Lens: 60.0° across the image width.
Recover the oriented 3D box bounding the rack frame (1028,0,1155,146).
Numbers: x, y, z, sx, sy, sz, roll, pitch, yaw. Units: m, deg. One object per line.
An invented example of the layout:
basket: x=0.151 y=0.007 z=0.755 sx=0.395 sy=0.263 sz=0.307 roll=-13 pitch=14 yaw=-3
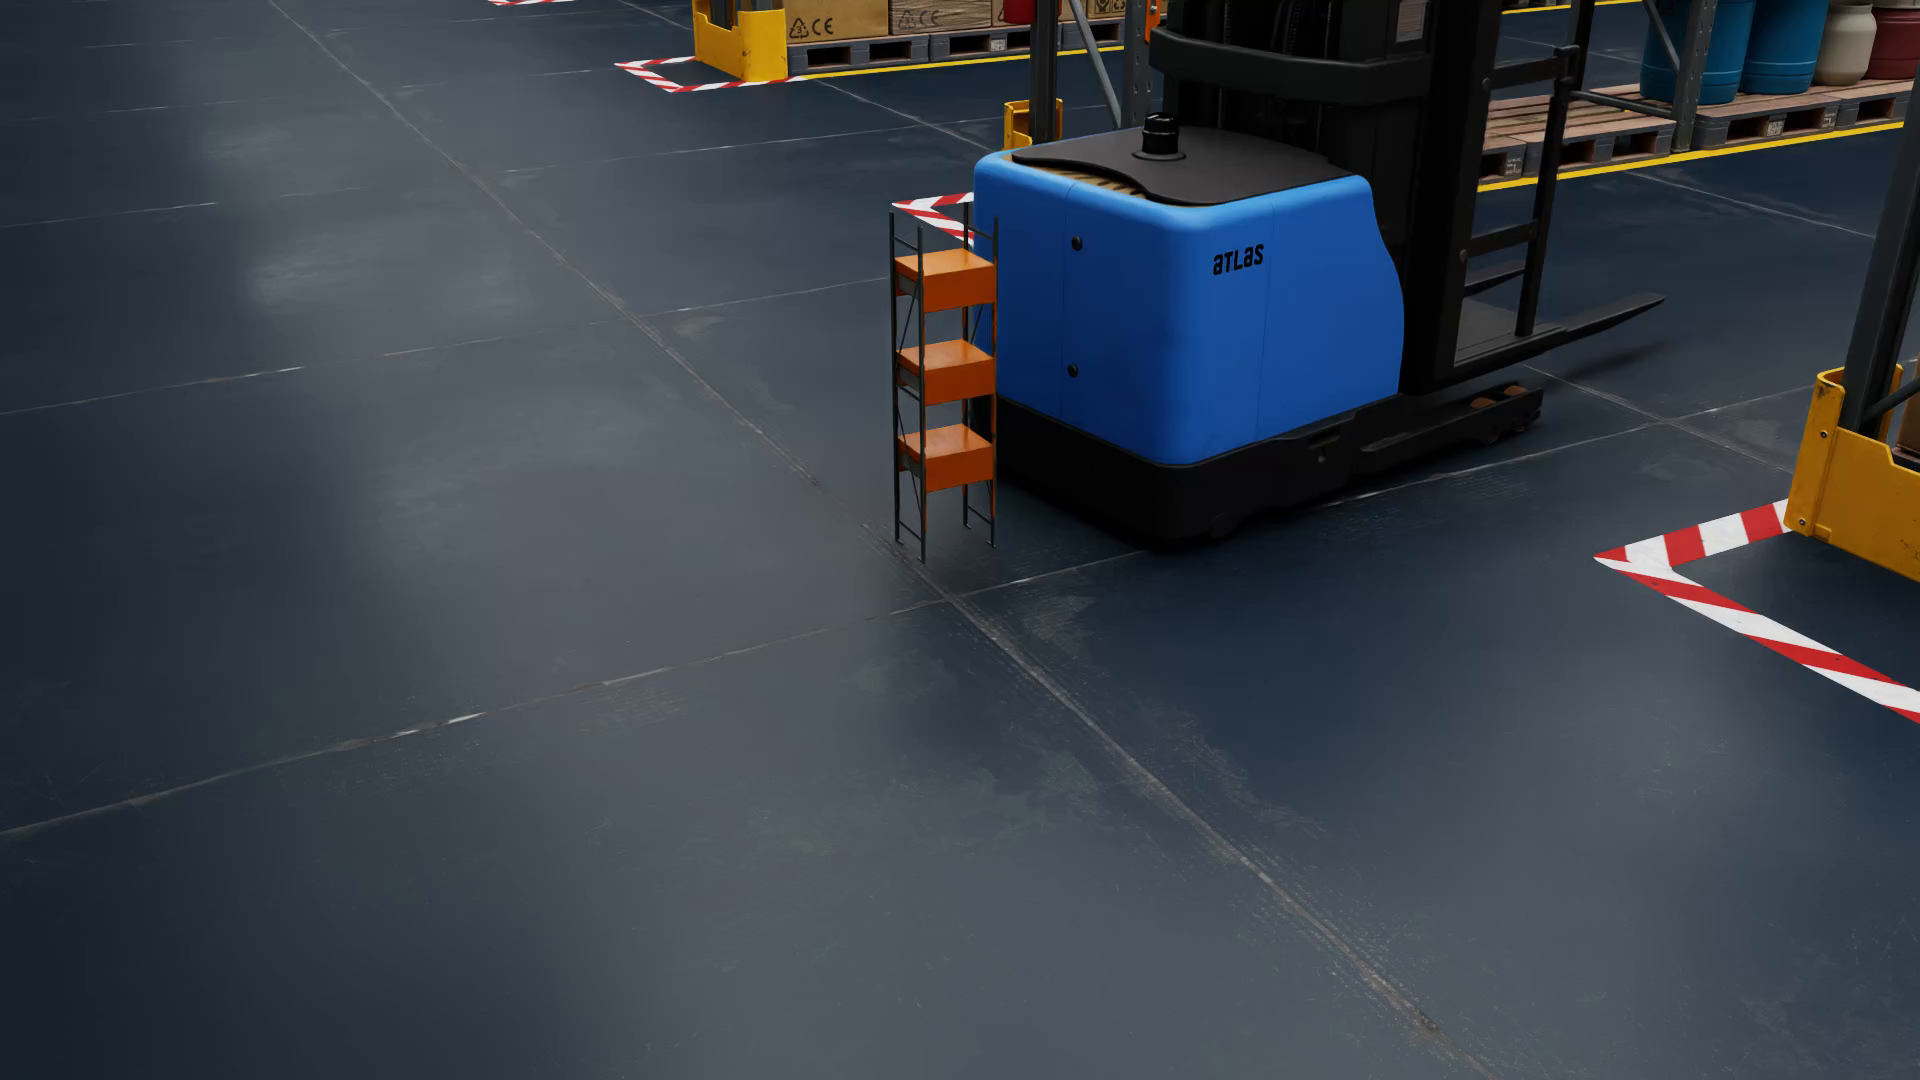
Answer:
rack frame: x=0.661 y=-3.099 z=8.239 sx=0.127 sy=3.000 sz=1.000 roll=-13 pitch=29 yaw=-25

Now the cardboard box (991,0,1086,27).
cardboard box: x=0.446 y=-4.750 z=13.646 sx=0.875 sy=0.875 sz=0.875 roll=-13 pitch=29 yaw=-25

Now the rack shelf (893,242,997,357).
rack shelf: x=-0.047 y=-0.709 z=4.882 sx=0.240 sy=0.259 sz=0.215 roll=-13 pitch=29 yaw=-25

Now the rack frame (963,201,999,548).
rack frame: x=0.060 y=-0.487 z=5.052 sx=0.008 sy=1.050 sz=0.200 roll=-13 pitch=29 yaw=-25

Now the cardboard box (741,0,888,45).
cardboard box: x=-1.143 y=-4.383 z=12.883 sx=0.875 sy=0.875 sz=0.875 roll=-13 pitch=29 yaw=-25

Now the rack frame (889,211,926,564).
rack frame: x=-0.155 y=-0.438 z=4.948 sx=0.008 sy=1.050 sz=0.200 roll=-13 pitch=29 yaw=-25

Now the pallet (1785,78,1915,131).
pallet: x=5.969 y=-3.048 z=11.355 sx=1.213 sy=0.211 sz=1.003 roll=-13 pitch=29 yaw=-25

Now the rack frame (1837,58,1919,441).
rack frame: x=2.989 y=-1.207 z=4.297 sx=0.127 sy=3.000 sz=1.000 roll=-13 pitch=29 yaw=-25

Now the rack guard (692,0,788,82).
rack guard: x=-1.691 y=-3.859 z=12.710 sx=0.348 sy=0.500 sz=1.175 roll=-13 pitch=29 yaw=-25

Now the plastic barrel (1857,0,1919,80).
plastic barrel: x=6.300 y=-3.494 z=11.363 sx=0.708 sy=0.588 sz=0.600 roll=-13 pitch=29 yaw=-25

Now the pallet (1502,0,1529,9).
pallet: x=4.658 y=-5.231 z=15.901 sx=1.213 sy=0.211 sz=1.003 roll=-13 pitch=29 yaw=-25

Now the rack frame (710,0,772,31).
rack frame: x=-1.670 y=-4.991 z=12.179 sx=0.127 sy=3.000 sz=1.000 roll=-13 pitch=29 yaw=-25

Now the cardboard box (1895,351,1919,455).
cardboard box: x=3.352 y=-0.483 z=5.170 sx=0.500 sy=0.500 sz=0.500 roll=-13 pitch=29 yaw=-25

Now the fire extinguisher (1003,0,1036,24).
fire extinguisher: x=0.314 y=-3.039 z=8.634 sx=0.183 sy=0.674 sz=0.296 roll=-13 pitch=29 yaw=-25

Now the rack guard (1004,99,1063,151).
rack guard: x=0.646 y=-1.962 z=8.759 sx=0.348 sy=0.500 sz=1.175 roll=-13 pitch=29 yaw=-25

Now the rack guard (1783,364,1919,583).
rack guard: x=3.056 y=-0.095 z=4.871 sx=0.348 sy=0.500 sz=1.175 roll=-13 pitch=29 yaw=-25

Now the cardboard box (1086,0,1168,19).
cardboard box: x=1.240 y=-4.933 z=14.028 sx=0.875 sy=0.875 sz=0.875 roll=-13 pitch=29 yaw=-25

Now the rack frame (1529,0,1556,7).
rack frame: x=5.389 y=-6.620 z=15.572 sx=0.127 sy=3.000 sz=1.000 roll=-13 pitch=29 yaw=-25

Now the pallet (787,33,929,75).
pallet: x=-1.001 y=-3.926 z=13.184 sx=1.213 sy=0.211 sz=1.003 roll=-13 pitch=29 yaw=-25

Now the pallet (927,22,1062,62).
pallet: x=0.074 y=-4.173 z=13.698 sx=1.213 sy=0.211 sz=1.003 roll=-13 pitch=29 yaw=-25

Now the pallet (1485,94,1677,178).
pallet: x=3.560 y=-2.492 z=10.197 sx=1.213 sy=0.211 sz=1.003 roll=-13 pitch=29 yaw=-25

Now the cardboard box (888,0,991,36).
cardboard box: x=-0.340 y=-4.568 z=13.269 sx=0.875 sy=0.875 sz=0.875 roll=-13 pitch=29 yaw=-25

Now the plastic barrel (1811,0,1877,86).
plastic barrel: x=5.844 y=-3.311 z=11.069 sx=0.421 sy=0.512 sz=0.421 roll=0 pitch=26 yaw=0

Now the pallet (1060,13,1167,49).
pallet: x=1.152 y=-4.423 z=14.219 sx=1.213 sy=0.211 sz=1.003 roll=-13 pitch=29 yaw=-25

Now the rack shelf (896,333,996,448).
rack shelf: x=-0.047 y=-0.453 z=5.005 sx=0.240 sy=0.259 sz=0.215 roll=-13 pitch=29 yaw=-25

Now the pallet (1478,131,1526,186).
pallet: x=2.482 y=-2.242 z=9.675 sx=1.213 sy=0.211 sz=1.003 roll=-13 pitch=29 yaw=-25

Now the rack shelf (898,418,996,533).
rack shelf: x=-0.047 y=-0.202 z=5.125 sx=0.240 sy=0.259 sz=0.215 roll=-13 pitch=29 yaw=-25

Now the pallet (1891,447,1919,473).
pallet: x=3.759 y=-0.128 z=5.272 sx=1.213 sy=0.211 sz=1.003 roll=-13 pitch=29 yaw=-25

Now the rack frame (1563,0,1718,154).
rack frame: x=4.190 y=-3.914 z=9.936 sx=0.127 sy=3.000 sz=1.000 roll=-13 pitch=29 yaw=-25

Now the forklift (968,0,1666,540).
forklift: x=1.500 y=-1.824 z=5.663 sx=3.031 sy=2.935 sz=1.130 roll=-19 pitch=31 yaw=-34

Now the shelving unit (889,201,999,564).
shelving unit: x=-0.047 y=-0.462 z=5.000 sx=0.252 sy=1.050 sz=0.215 roll=-13 pitch=29 yaw=-25

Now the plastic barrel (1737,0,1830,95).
plastic barrel: x=5.303 y=-3.406 z=10.817 sx=0.708 sy=0.901 sz=0.600 roll=-13 pitch=29 yaw=-25

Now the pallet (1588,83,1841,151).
pallet: x=4.891 y=-2.798 z=10.833 sx=1.213 sy=0.211 sz=1.003 roll=-13 pitch=29 yaw=-25

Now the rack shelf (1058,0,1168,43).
rack shelf: x=2.426 y=-3.182 z=9.243 sx=4.000 sy=0.370 sz=1.077 roll=-13 pitch=29 yaw=-25

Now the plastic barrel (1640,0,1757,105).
plastic barrel: x=4.678 y=-3.261 z=10.516 sx=0.708 sy=0.901 sz=0.600 roll=-13 pitch=29 yaw=-25

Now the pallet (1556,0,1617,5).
pallet: x=6.079 y=-5.521 z=16.506 sx=1.213 sy=0.211 sz=1.003 roll=-13 pitch=29 yaw=-25
